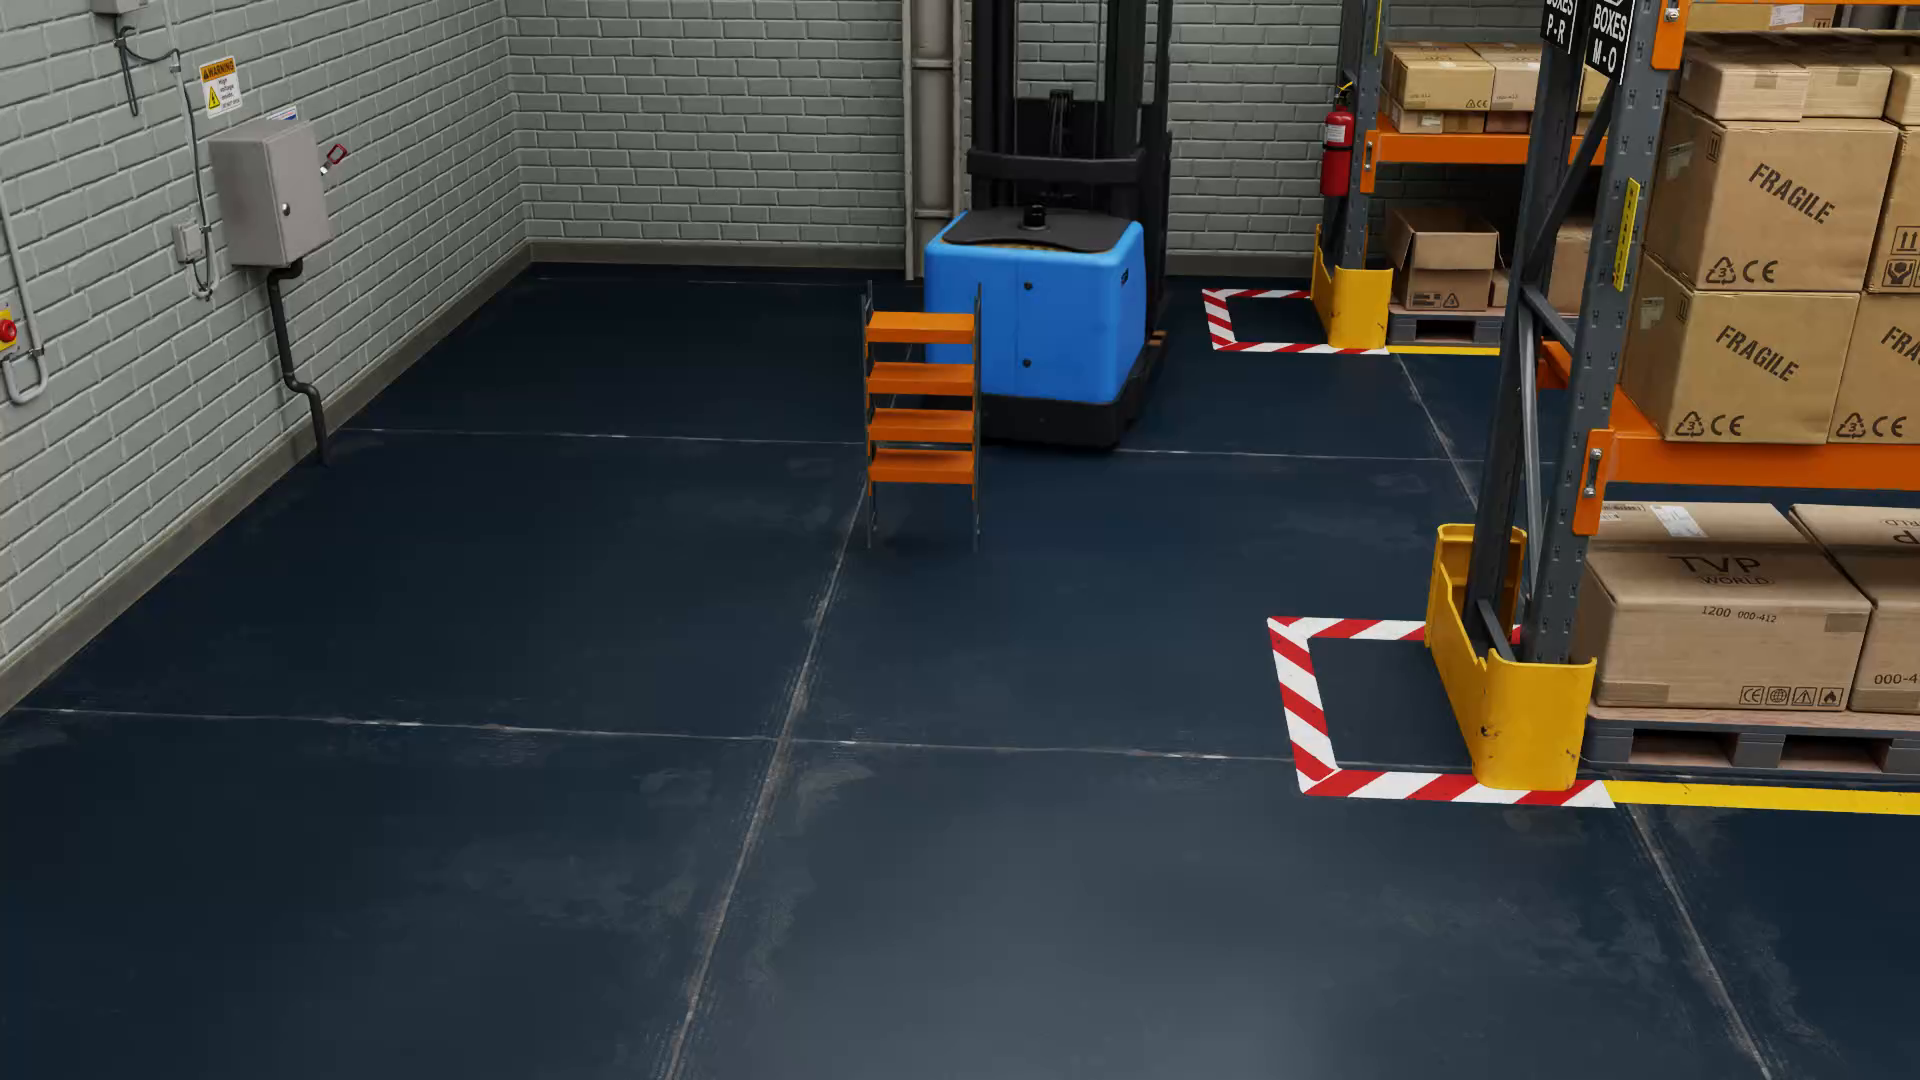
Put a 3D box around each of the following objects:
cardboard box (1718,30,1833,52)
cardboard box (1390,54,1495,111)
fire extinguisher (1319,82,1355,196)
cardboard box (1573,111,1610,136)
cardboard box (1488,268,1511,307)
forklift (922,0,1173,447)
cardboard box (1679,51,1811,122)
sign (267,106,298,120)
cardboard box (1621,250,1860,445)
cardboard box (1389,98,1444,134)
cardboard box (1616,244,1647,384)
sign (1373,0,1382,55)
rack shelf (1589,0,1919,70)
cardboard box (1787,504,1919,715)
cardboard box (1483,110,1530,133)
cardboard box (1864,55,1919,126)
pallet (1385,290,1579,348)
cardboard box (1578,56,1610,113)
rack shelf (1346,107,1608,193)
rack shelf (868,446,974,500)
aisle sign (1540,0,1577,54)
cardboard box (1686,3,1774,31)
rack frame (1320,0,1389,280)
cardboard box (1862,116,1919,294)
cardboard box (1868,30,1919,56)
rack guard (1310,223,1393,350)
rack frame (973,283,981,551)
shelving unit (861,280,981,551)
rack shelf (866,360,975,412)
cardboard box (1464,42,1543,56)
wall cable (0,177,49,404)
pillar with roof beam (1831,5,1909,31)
[{"bbox_3d":[2.693,-1.594,5.534,0.250,0.149,0.380,2,25,5],"label":"cardboard box"},{"bbox_3d":[2.873,-2.735,9.929,0.500,0.250,0.500,2,25,4],"label":"cardboard box"},{"bbox_3d":[2.259,-2.402,9.921,0.183,0.674,0.296,2,25,4],"label":"fire extinguisher"},{"bbox_3d":[3.782,-2.533,9.968,0.250,0.149,0.380,2,25,5],"label":"cardboard box"},{"bbox_3d":[3.465,-1.602,10.550,0.250,0.149,0.380,1,25,2],"label":"cardboard box"},{"bbox_3d":[0.665,-2.403,9.465,1.130,2.935,3.031,6,25,13],"label":"forklift"},{"bbox_3d":[2.398,-1.393,5.098,0.250,0.149,0.380,2,25,5],"label":"cardboard box"},{"bbox_3d":[-3.421,-1.937,8.484,0.001,0.494,0.329,2,25,4],"label":"sign"},{"bbox_3d":[2.522,-0.636,5.425,0.500,0.500,0.500,2,25,4],"label":"cardboard box"},{"bbox_3d":[2.748,-2.556,10.017,0.250,0.149,0.380,2,25,4],"label":"cardboard box"},{"bbox_3d":[2.566,-0.866,5.924,0.500,0.500,0.500,2,25,4],"label":"cardboard box"},{"bbox_3d":[2.400,-2.962,9.563,0.005,0.325,0.100,2,25,4],"label":"sign"},{"bbox_3d":[4.059,-1.698,5.123,4.000,0.370,1.077,2,25,4],"label":"rack shelf"},{"bbox_3d":[3.644,0.252,6.176,0.875,0.438,0.875,2,25,5],"label":"cardboard box"},{"bbox_3d":[3.270,-2.573,10.054,0.250,0.149,0.380,2,25,3],"label":"cardboard box"},{"bbox_3d":[2.915,-1.359,5.022,0.250,0.149,0.380,3,25,6],"label":"cardboard box"},{"bbox_3d":[3.312,-1.500,10.758,1.213,0.211,1.003,2,25,4],"label":"pallet"},{"bbox_3d":[3.881,-2.704,9.862,0.500,0.250,0.500,1,25,3],"label":"cardboard box"},{"bbox_3d":[4.435,-2.404,10.247,4.000,0.370,1.077,2,25,4],"label":"rack shelf"},{"bbox_3d":[-0.165,-0.309,7.622,0.480,0.148,0.258,2,25,4],"label":"rack shelf"},{"bbox_3d":[2.017,-2.038,5.482,0.004,0.787,0.394,2,25,4],"label":"aisle sign"},{"bbox_3d":[4.369,-3.028,9.668,0.500,0.500,0.500,2,25,5],"label":"cardboard box"},{"bbox_3d":[2.441,-2.795,10.235,0.127,3.000,1.000,2,25,4],"label":"rack frame"},{"bbox_3d":[3.038,-1.078,5.188,0.500,0.500,0.500,1,25,3],"label":"cardboard box"},{"bbox_3d":[3.205,-1.596,5.538,0.250,0.149,0.380,2,25,5],"label":"cardboard box"},{"bbox_3d":[2.517,-1.657,10.753,0.348,0.500,1.175,2,25,4],"label":"rack guard"},{"bbox_3d":[0.078,-0.543,7.494,0.015,1.200,0.240,2,25,4],"label":"rack frame"},{"bbox_3d":[-0.165,-0.550,7.511,0.503,1.200,0.258,2,25,4],"label":"shelving unit"},{"bbox_3d":[-0.165,-0.692,7.445,0.480,0.148,0.258,2,25,4],"label":"rack shelf"},{"bbox_3d":[3.434,-2.941,10.376,0.500,0.250,0.500,2,25,4],"label":"cardboard box"},{"bbox_3d":[-3.559,-1.372,5.891,0.123,1.953,0.585,2,25,4],"label":"wall cable"},{"bbox_3d":[5.475,-3.996,5.669,0.400,9.000,9.100,2,25,4],"label":"pillar with roof beam"}]
